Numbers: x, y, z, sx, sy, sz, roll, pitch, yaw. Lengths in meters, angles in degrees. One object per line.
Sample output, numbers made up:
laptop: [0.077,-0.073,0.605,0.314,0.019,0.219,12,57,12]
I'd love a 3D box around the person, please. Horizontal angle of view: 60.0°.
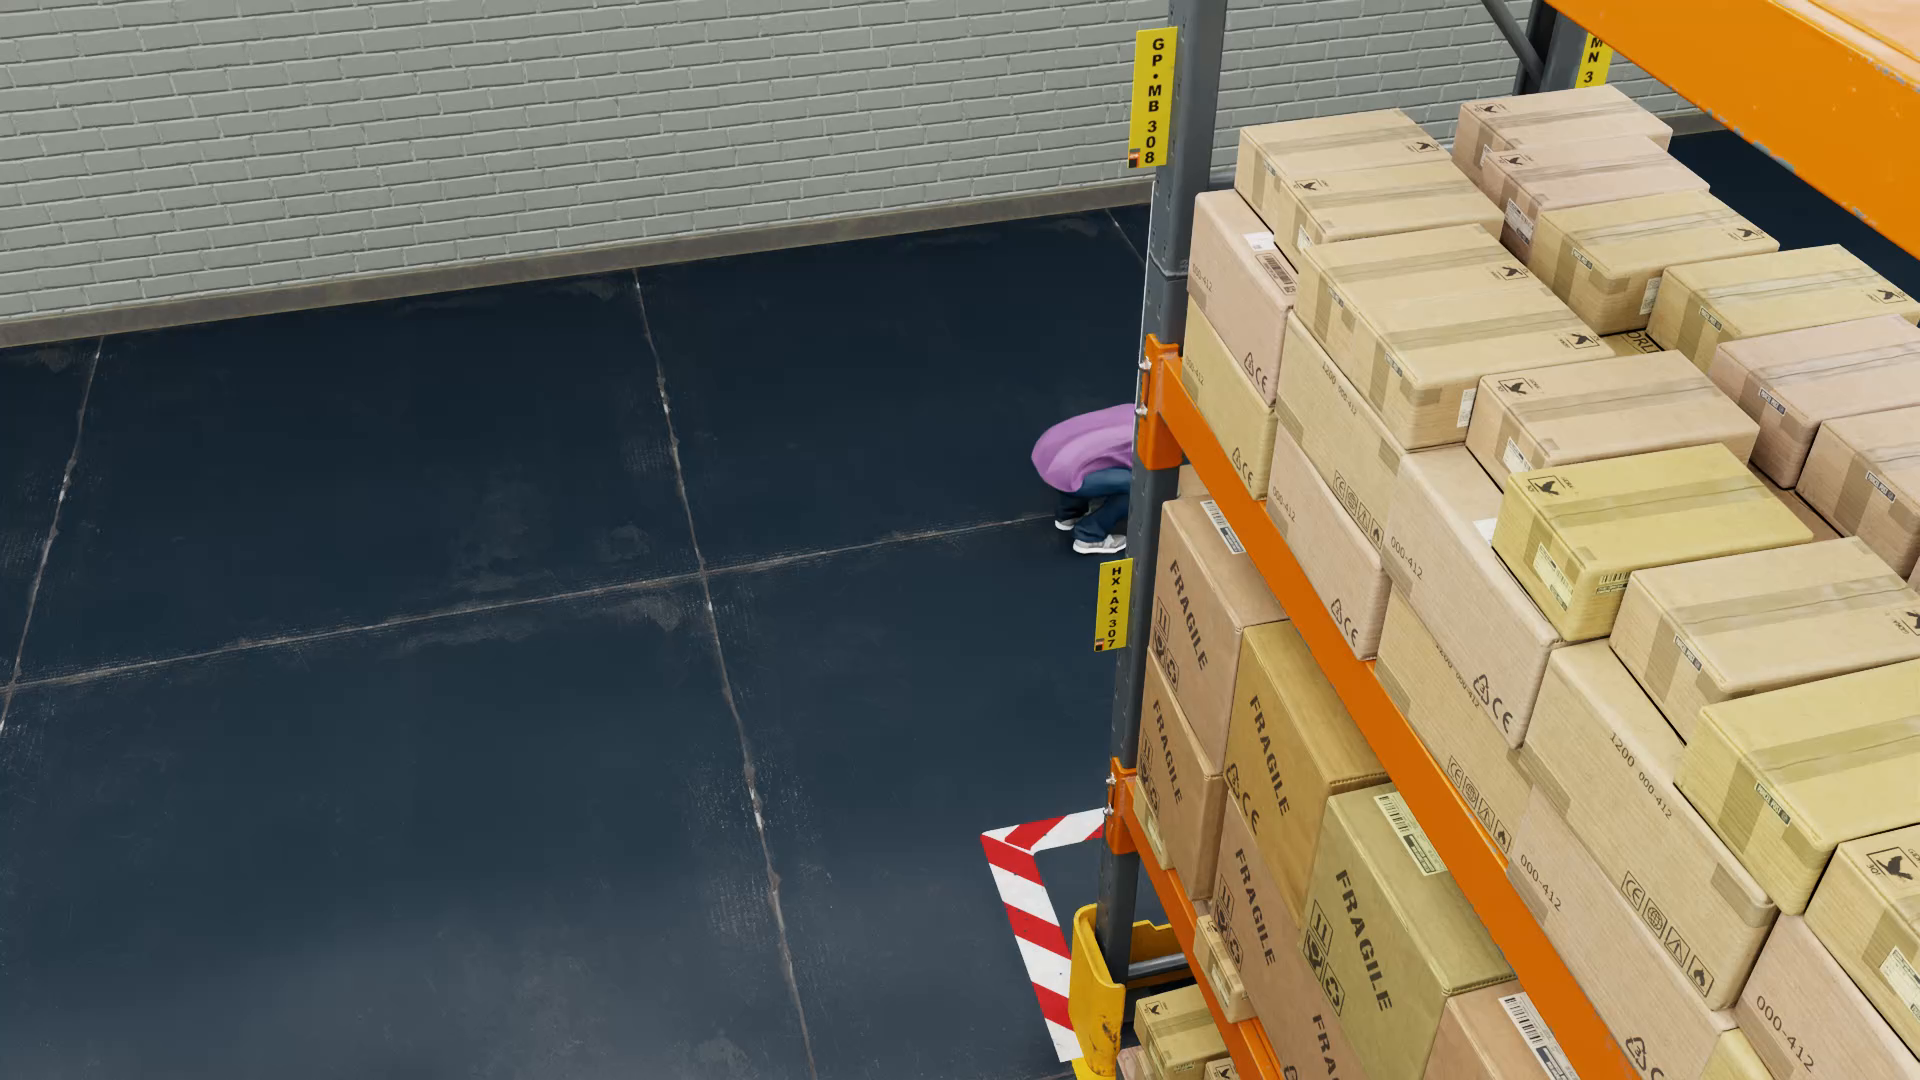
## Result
person: [0.752,-0.303,7.836,0.867,0.707,0.417,-11,40,-13]
